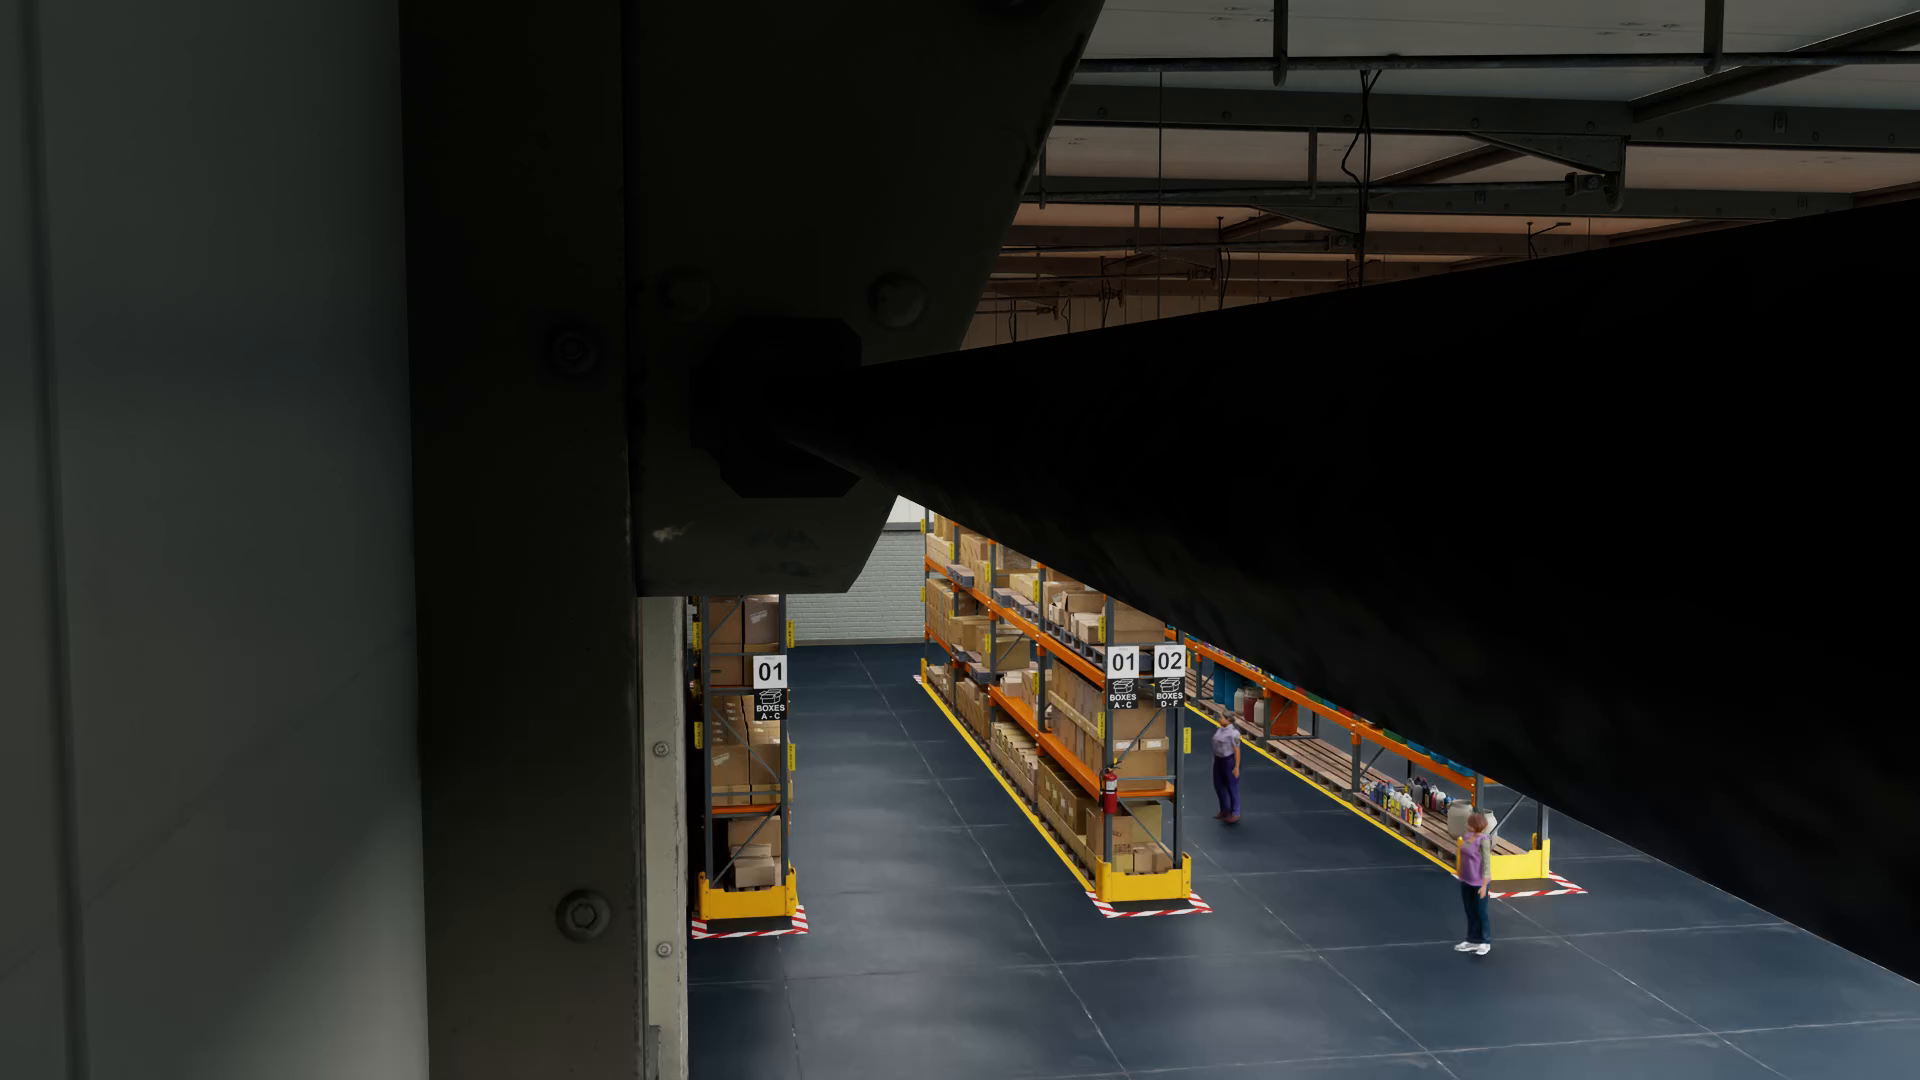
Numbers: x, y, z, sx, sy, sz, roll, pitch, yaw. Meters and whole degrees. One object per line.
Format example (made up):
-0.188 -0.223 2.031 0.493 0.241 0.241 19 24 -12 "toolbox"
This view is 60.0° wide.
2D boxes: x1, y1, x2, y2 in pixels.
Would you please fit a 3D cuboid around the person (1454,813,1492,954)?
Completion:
5.837 3.883 18.826 0.371 1.621 0.496 -2 6 -26 "person"

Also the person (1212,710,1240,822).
3.948 3.352 24.630 0.365 1.685 0.565 -3 6 -30 "person"
